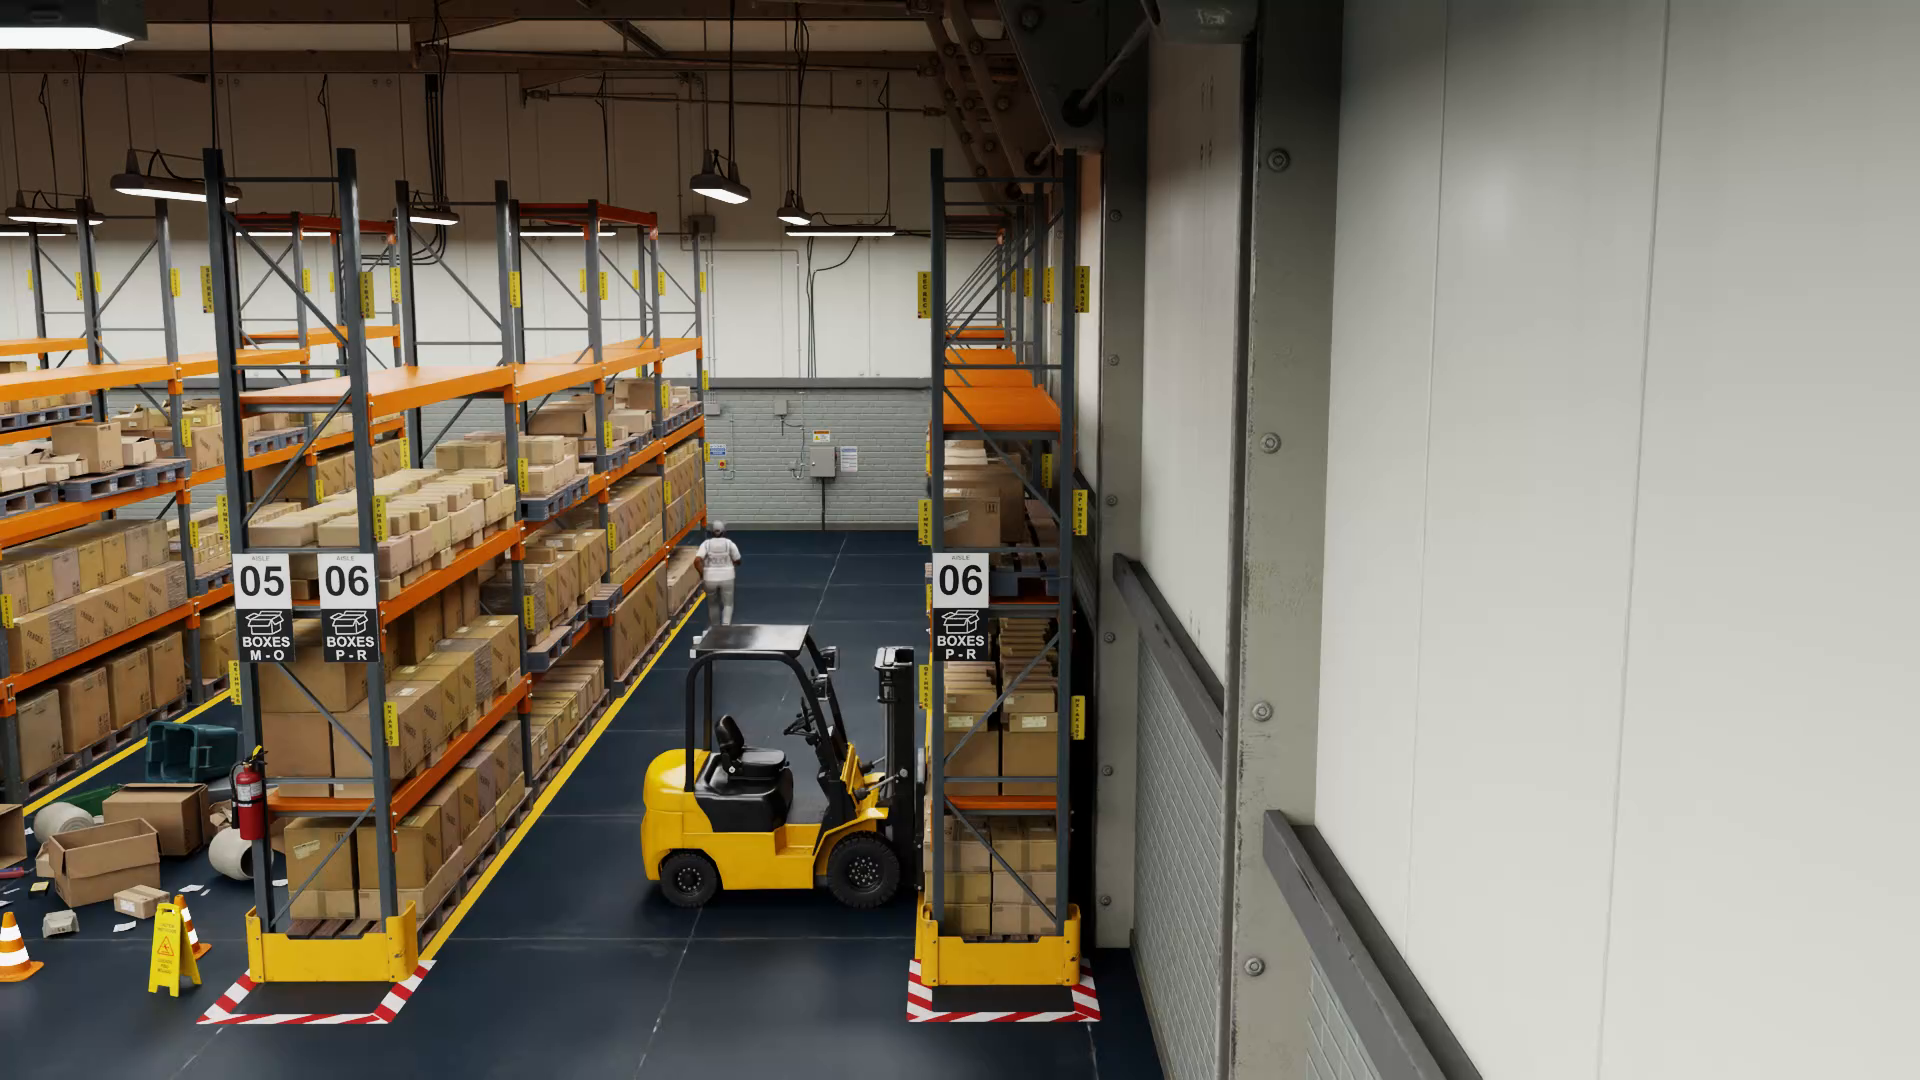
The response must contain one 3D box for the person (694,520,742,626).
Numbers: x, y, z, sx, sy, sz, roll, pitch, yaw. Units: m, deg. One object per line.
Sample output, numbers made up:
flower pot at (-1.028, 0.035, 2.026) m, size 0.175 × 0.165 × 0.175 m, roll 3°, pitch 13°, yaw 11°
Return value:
person at (-3.196, 0.567, 22.021) m, size 0.619 × 1.677 × 0.774 m, roll -1°, pitch 9°, yaw -6°
